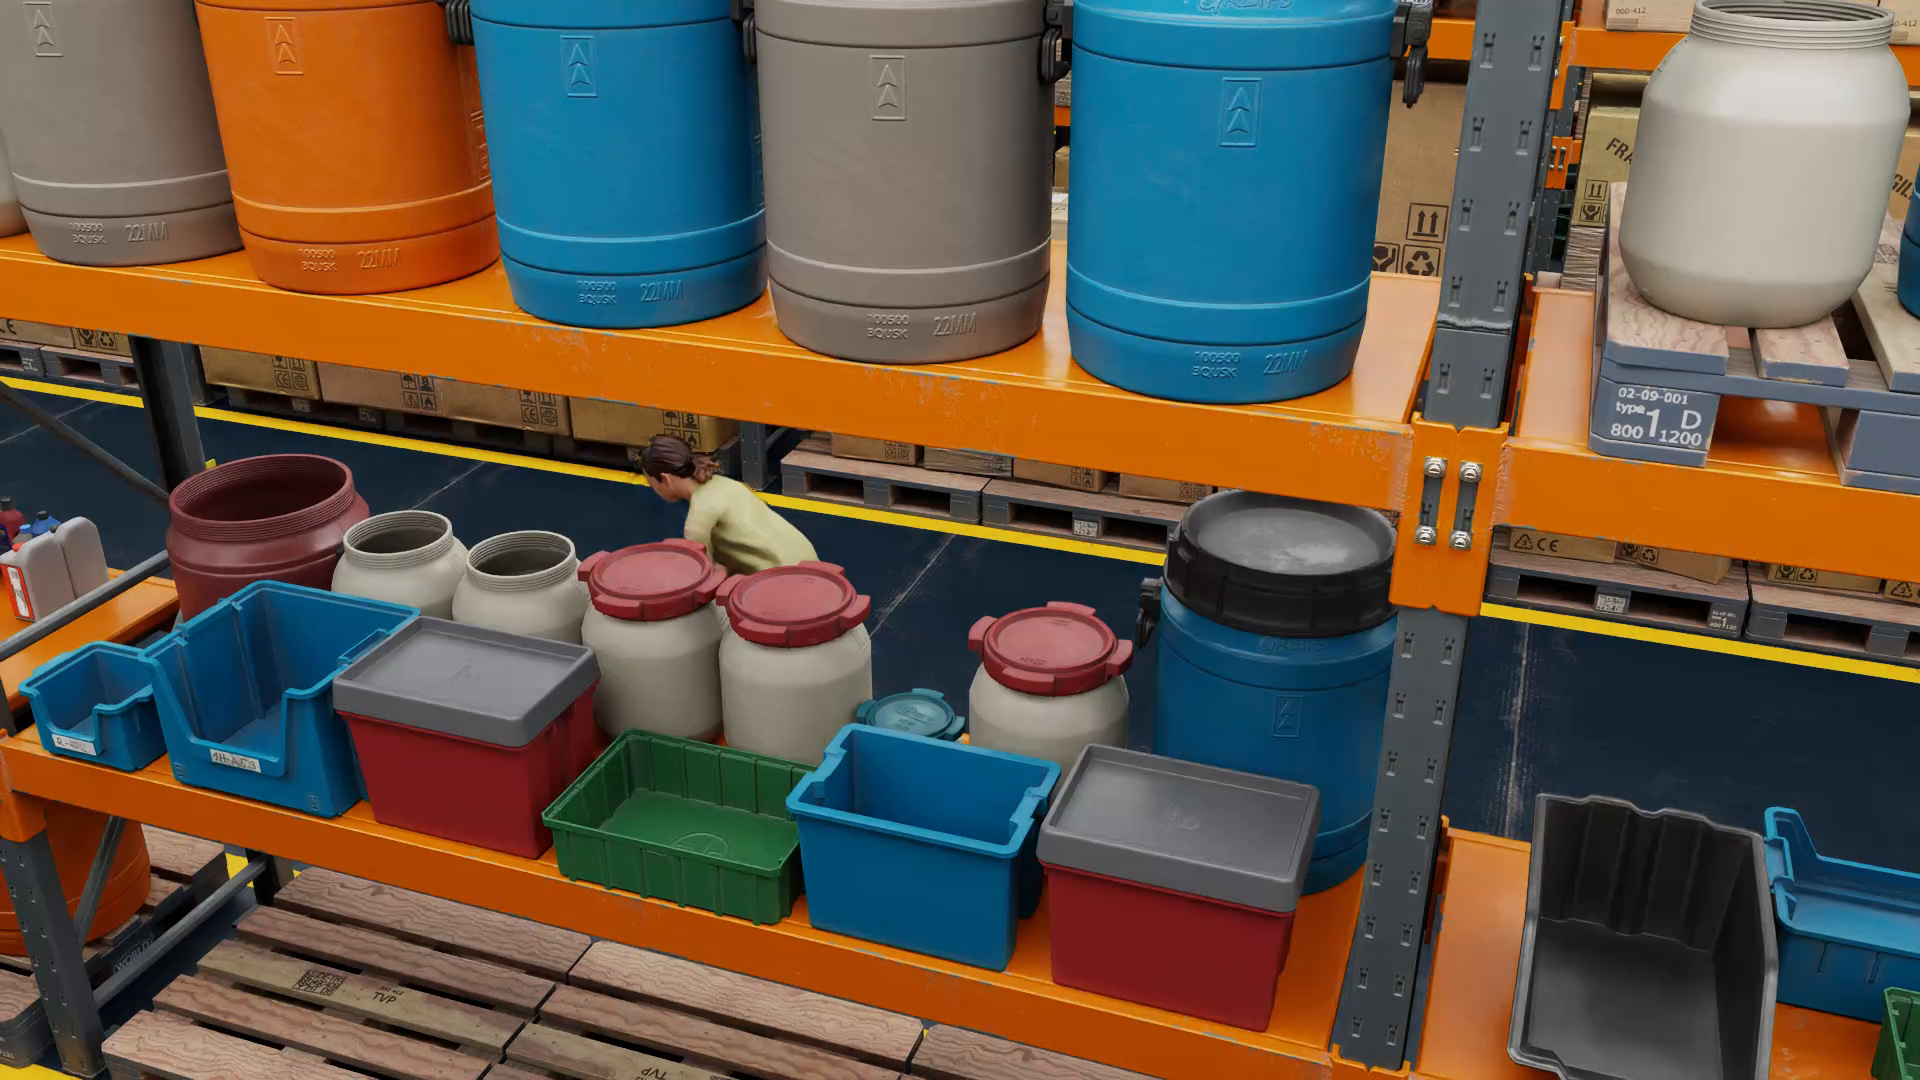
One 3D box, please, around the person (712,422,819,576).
[{"bbox_3d":[-0.801,0.197,6.721,0.554,1.666,0.425,9,27,18],"label":"person"}]
